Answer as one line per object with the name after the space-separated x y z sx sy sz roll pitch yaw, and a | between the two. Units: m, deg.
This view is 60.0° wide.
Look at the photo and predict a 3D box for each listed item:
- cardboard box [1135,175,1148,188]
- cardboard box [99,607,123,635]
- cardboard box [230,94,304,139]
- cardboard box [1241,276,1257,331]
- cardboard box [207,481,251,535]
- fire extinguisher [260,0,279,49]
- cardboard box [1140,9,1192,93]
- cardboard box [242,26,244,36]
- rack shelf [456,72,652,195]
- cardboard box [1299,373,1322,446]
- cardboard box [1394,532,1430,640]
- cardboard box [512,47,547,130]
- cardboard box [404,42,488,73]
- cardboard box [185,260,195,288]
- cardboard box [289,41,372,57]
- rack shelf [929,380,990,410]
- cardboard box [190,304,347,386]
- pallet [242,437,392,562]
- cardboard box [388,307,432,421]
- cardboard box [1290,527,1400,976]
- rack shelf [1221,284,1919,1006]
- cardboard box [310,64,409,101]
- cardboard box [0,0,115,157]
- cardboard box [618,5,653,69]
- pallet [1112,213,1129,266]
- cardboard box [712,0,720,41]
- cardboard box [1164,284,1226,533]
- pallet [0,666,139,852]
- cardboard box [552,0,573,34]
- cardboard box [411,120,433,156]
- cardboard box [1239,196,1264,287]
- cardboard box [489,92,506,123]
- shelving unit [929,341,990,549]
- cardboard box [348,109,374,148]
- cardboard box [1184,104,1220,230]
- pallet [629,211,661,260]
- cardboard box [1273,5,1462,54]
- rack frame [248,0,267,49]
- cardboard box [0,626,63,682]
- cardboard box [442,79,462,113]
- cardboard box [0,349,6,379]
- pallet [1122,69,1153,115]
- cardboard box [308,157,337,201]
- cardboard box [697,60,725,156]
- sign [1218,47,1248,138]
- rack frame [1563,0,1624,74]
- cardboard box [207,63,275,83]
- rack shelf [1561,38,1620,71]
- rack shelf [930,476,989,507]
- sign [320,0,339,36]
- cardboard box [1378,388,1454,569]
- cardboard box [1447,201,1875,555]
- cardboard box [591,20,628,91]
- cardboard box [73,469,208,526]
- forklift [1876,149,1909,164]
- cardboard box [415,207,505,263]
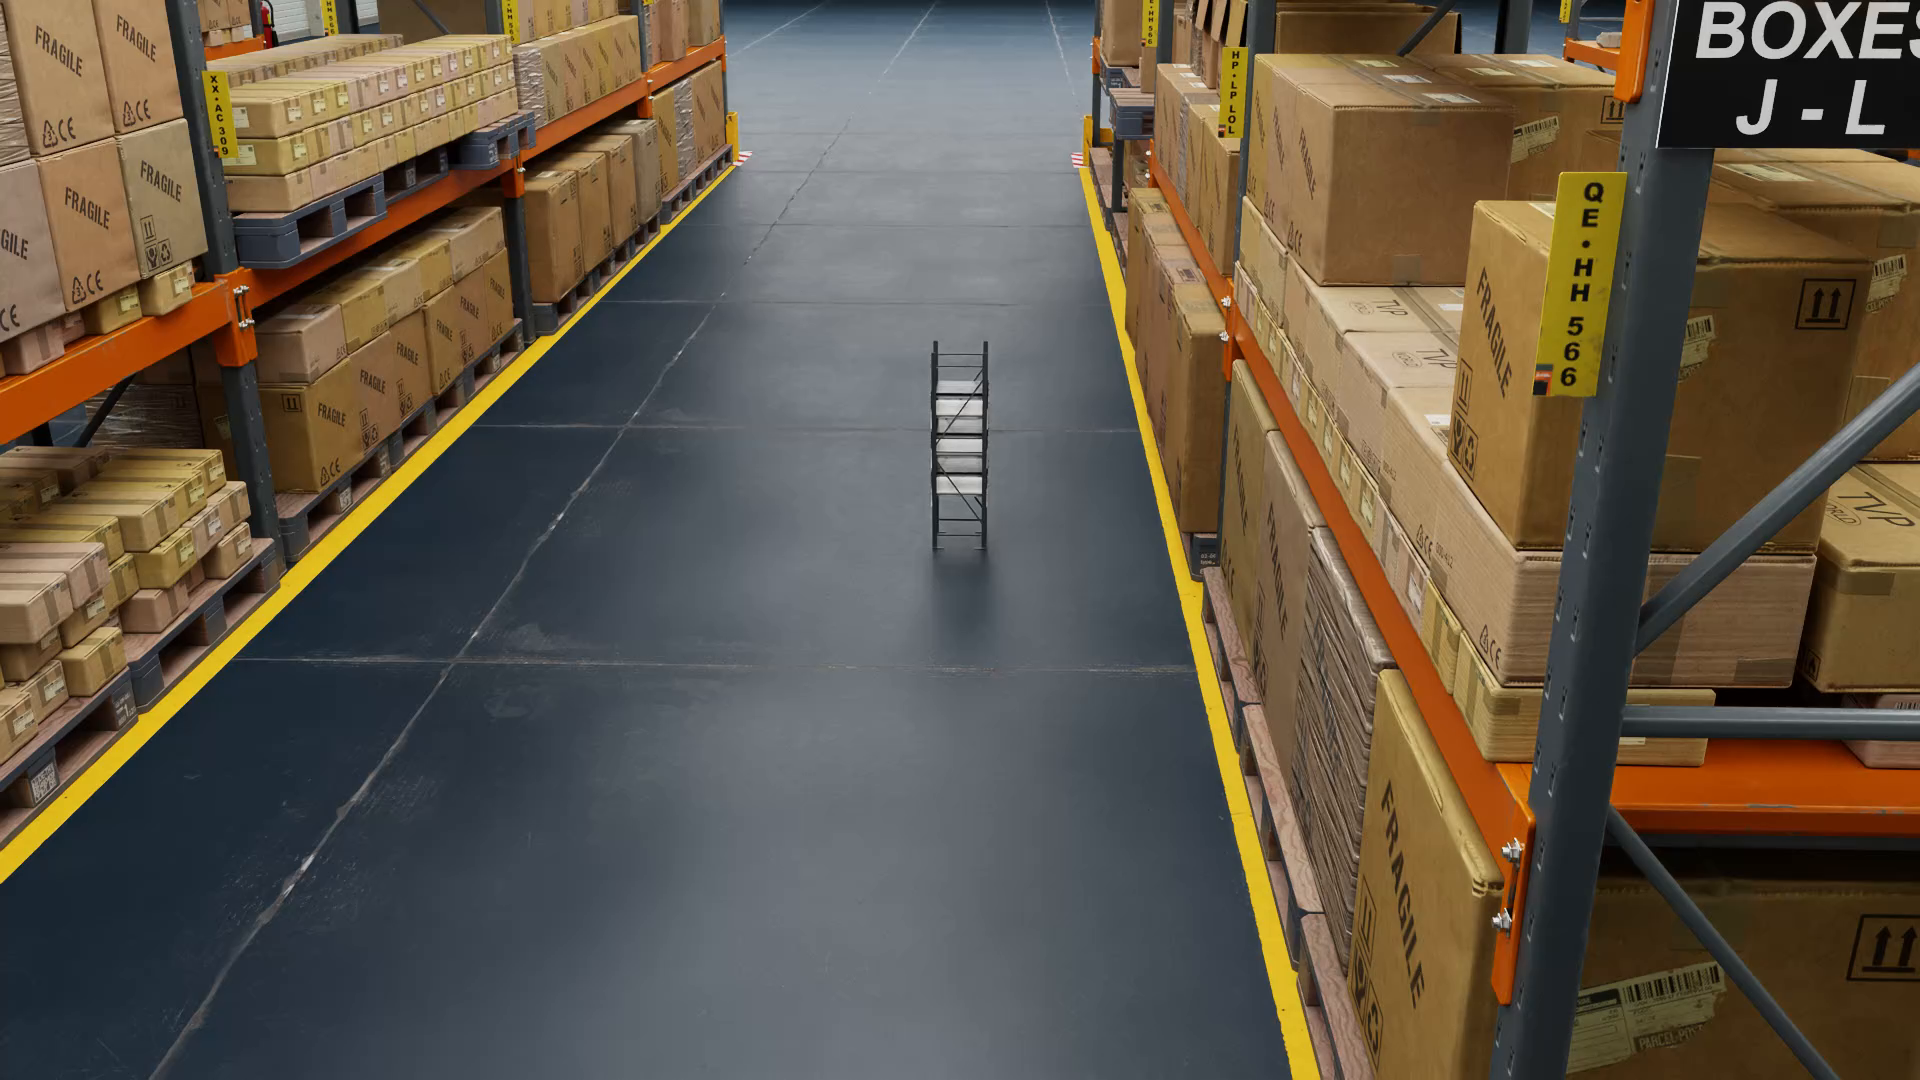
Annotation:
1.710 -2.485 12.634 0.700 0.500 0.500 -1 21 -3 | cardboard box
-3.234 0.322 5.913 0.380 0.149 0.250 0 21 0 | cardboard box
-2.926 -1.734 6.794 0.380 0.149 0.250 2 21 4 | cardboard box
1.207 -0.834 5.878 0.380 0.149 0.250 0 21 0 | cardboard box
-3.090 -0.128 6.662 0.380 0.149 0.250 1 21 3 | cardboard box
-7.520 -5.597 17.914 0.296 0.674 0.183 1 21 2 | fire extinguisher
1.572 -3.236 11.004 0.700 0.500 0.500 4 22 10 | cardboard box
-7.781 -5.342 17.498 0.380 0.149 0.250 1 21 3 | cardboard box
-3.216 -3.074 12.300 1.077 0.370 4.000 1 21 2 | rack shelf
1.169 -0.365 4.670 0.380 0.149 0.250 0 21 0 | cardboard box
1.132 0.097 3.480 0.380 0.149 0.250 1 21 2 | cardboard box
-2.993 -2.892 10.698 0.500 0.500 0.500 1 21 2 | cardboard box
-2.851 -2.675 9.220 0.380 0.149 0.250 1 21 3 | cardboard box
-3.173 -1.017 6.351 0.380 0.149 0.250 0 21 1 | cardboard box
-3.501 -2.692 9.264 0.380 0.149 0.250 1 21 1 | cardboard box
0.000 -0.637 7.273 0.258 0.077 0.200 1 21 2 | rack shelf
-3.111 -0.884 7.500 0.500 0.250 0.500 0 21 -1 | cardboard box
-3.376 -0.222 7.808 1.003 0.211 1.213 1 21 2 | pallet
-3.094 -0.916 8.617 0.500 0.500 0.500 1 21 3 | cardboard box
1.402 0.531 4.371 0.875 0.875 0.875 1 21 2 | cardboard box
1.496 -0.090 4.610 1.077 0.370 4.000 1 21 2 | rack shelf
-2.888 -2.201 7.999 0.380 0.149 0.250 1 21 4 | cardboard box
-3.152 -1.532 5.398 0.500 0.500 0.500 0 21 0 | cardboard box
-3.155 -4.336 14.350 0.875 0.550 0.550 1 21 2 | cardboard box
1.778 -2.460 13.577 1.003 0.211 1.213 1 21 2 | pallet
-2.999 -5.514 17.386 0.875 0.550 0.550 1 21 2 | cardboard box
1.556 -0.586 7.249 1.225 0.875 0.875 1 21 2 | cardboard box
-3.417 0.745 5.316 1.003 0.211 1.213 1 21 2 | pallet
-3.210 -3.915 11.951 0.700 0.500 0.500 0 21 1 | cardboard box
-2.881 -2.019 8.353 0.380 0.149 0.250 0 21 -1 | cardboard box
1.280 -1.051 5.886 0.500 0.250 0.500 0 21 1 | cardboard box
-2.841 -2.492 9.571 0.380 0.149 0.250 1 21 1 | cardboard box
0.000 -0.417 7.359 0.258 0.900 0.210 1 21 2 | shelving unit
-2.906 -1.876 7.572 0.380 0.149 0.250 0 21 -1 | cardboard box
1.329 -1.736 7.717 0.500 0.500 0.500 0 21 1 | cardboard box
-3.103 -2.553 13.816 1.003 0.211 1.213 1 21 2 | pallet
1.568 -1.894 6.739 0.797 0.503 0.637 0 21 0 | cardboard box
-7.984 -5.597 17.807 1.000 3.000 0.127 1 21 2 | rack frame
-3.198 0.346 5.441 0.380 0.149 0.250 0 21 -1 | cardboard box
-2.866 -2.348 8.789 0.380 0.149 0.250 0 21 1 | cardboard box
-3.211 -0.544 5.131 0.380 0.149 0.250 0 21 1 | cardboard box
1.697 -3.222 11.951 1.003 0.211 1.213 1 21 2 | pallet
-2.924 -1.556 7.160 0.380 0.149 0.250 1 21 2 | cardboard box
-2.988 -4.538 17.435 0.875 0.875 0.875 1 21 2 | cardboard box
1.014 -1.654 6.155 0.100 0.325 0.005 1 21 2 | sign
6.872 -5.433 17.385 1.000 3.000 0.127 1 21 2 | rack frame
-3.541 -2.215 8.034 0.380 0.149 0.250 0 21 -1 | cardboard box
6.811 -4.375 15.652 1.077 0.370 4.000 1 21 2 | rack shelf
0.000 -0.218 7.436 0.258 0.077 0.200 1 21 2 | rack shelf
-3.831 -3.231 10.109 0.100 0.325 0.005 1 21 2 | sign
1.200 -0.133 3.521 0.500 0.250 0.500 0 21 1 | cardboard box
1.187 -0.300 2.915 0.500 0.500 0.500 1 21 2 | cardboard box
-2.919 -3.805 13.050 0.500 0.500 0.500 0 21 1 | cardboard box
-3.117 -0.160 6.332 0.380 0.149 0.250 1 21 2 | cardboard box
3.700 -0.963 5.960 1.130 2.935 3.031 3 21 8 | forklift
-3.035 -1.816 9.902 0.500 0.250 0.500 0 21 0 | cardboard box
